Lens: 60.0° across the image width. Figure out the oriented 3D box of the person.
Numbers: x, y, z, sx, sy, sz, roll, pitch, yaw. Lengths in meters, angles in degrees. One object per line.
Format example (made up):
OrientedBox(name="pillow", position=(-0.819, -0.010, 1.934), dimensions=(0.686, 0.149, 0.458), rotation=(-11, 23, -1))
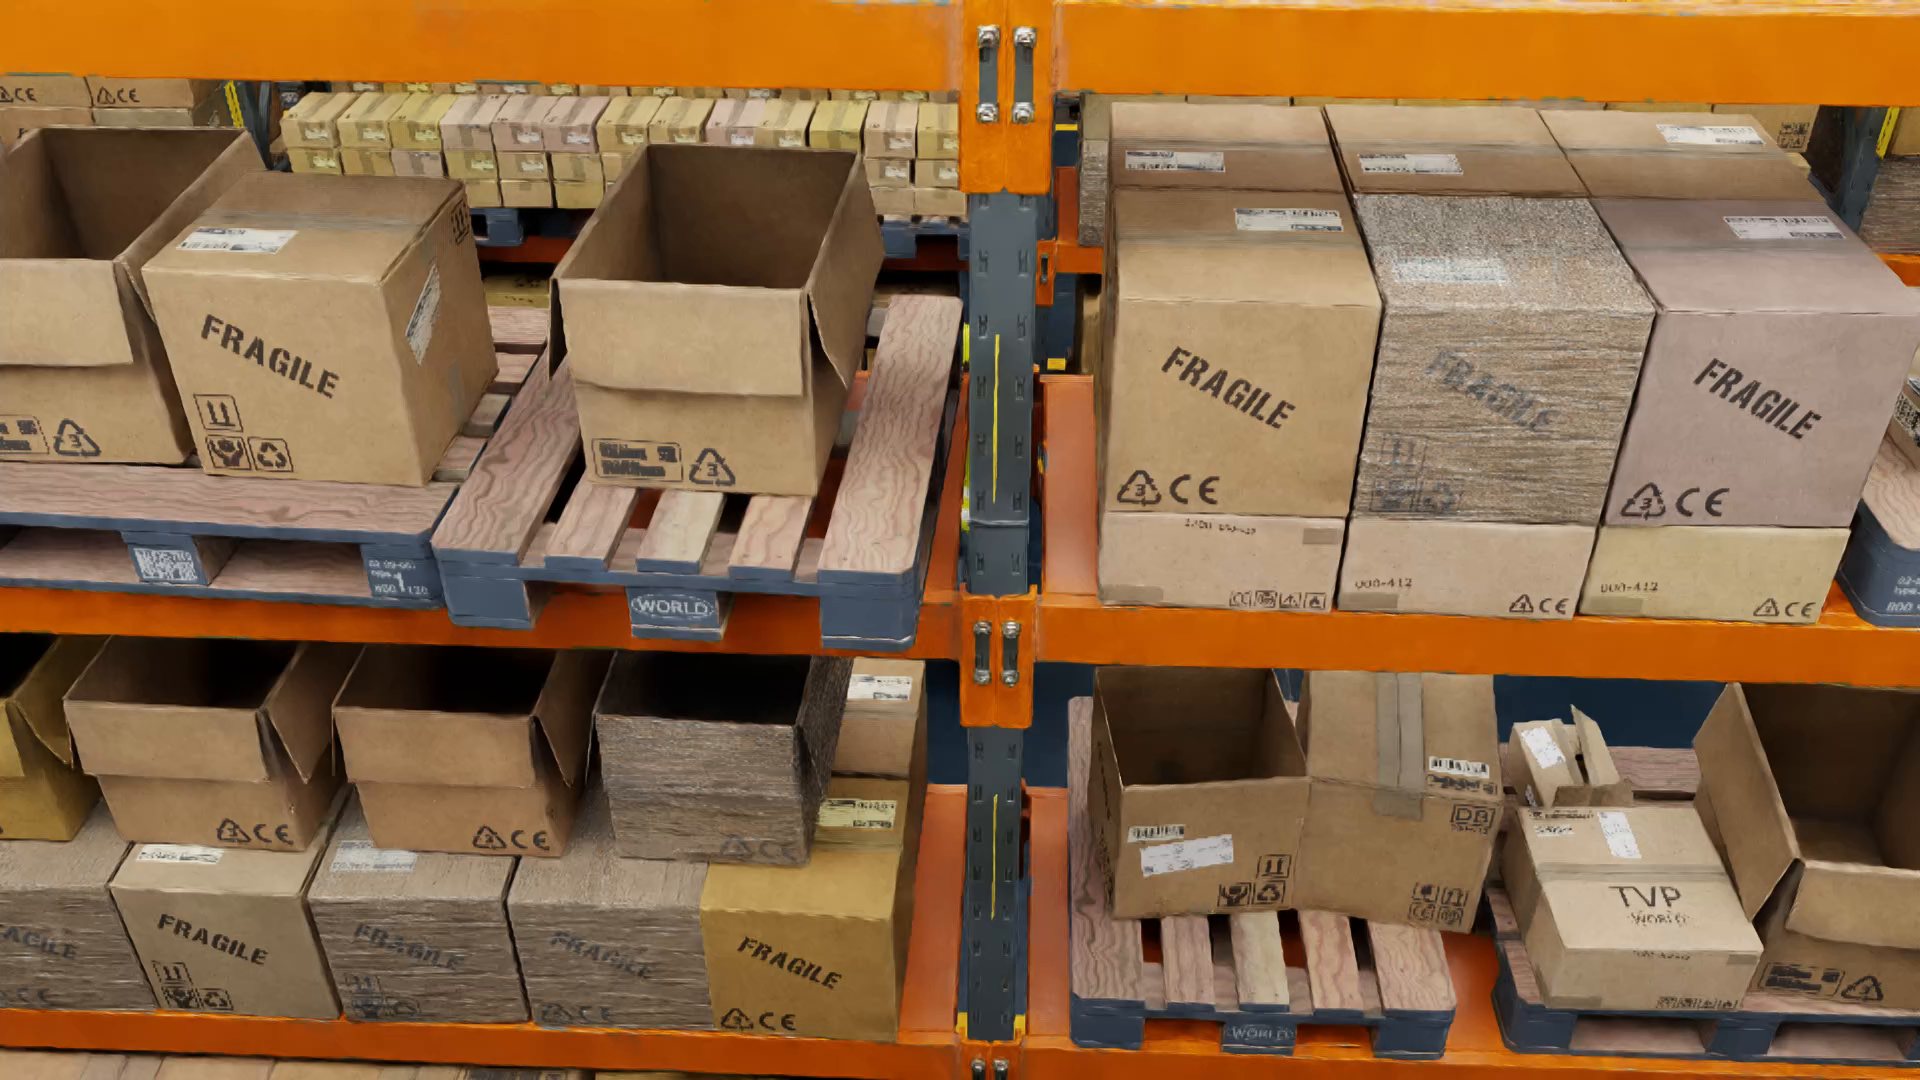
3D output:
OrientedBox(name="person", position=(0.074, -0.127, 7.276), dimensions=(0.671, 1.748, 0.484), rotation=(18, 39, 24))
